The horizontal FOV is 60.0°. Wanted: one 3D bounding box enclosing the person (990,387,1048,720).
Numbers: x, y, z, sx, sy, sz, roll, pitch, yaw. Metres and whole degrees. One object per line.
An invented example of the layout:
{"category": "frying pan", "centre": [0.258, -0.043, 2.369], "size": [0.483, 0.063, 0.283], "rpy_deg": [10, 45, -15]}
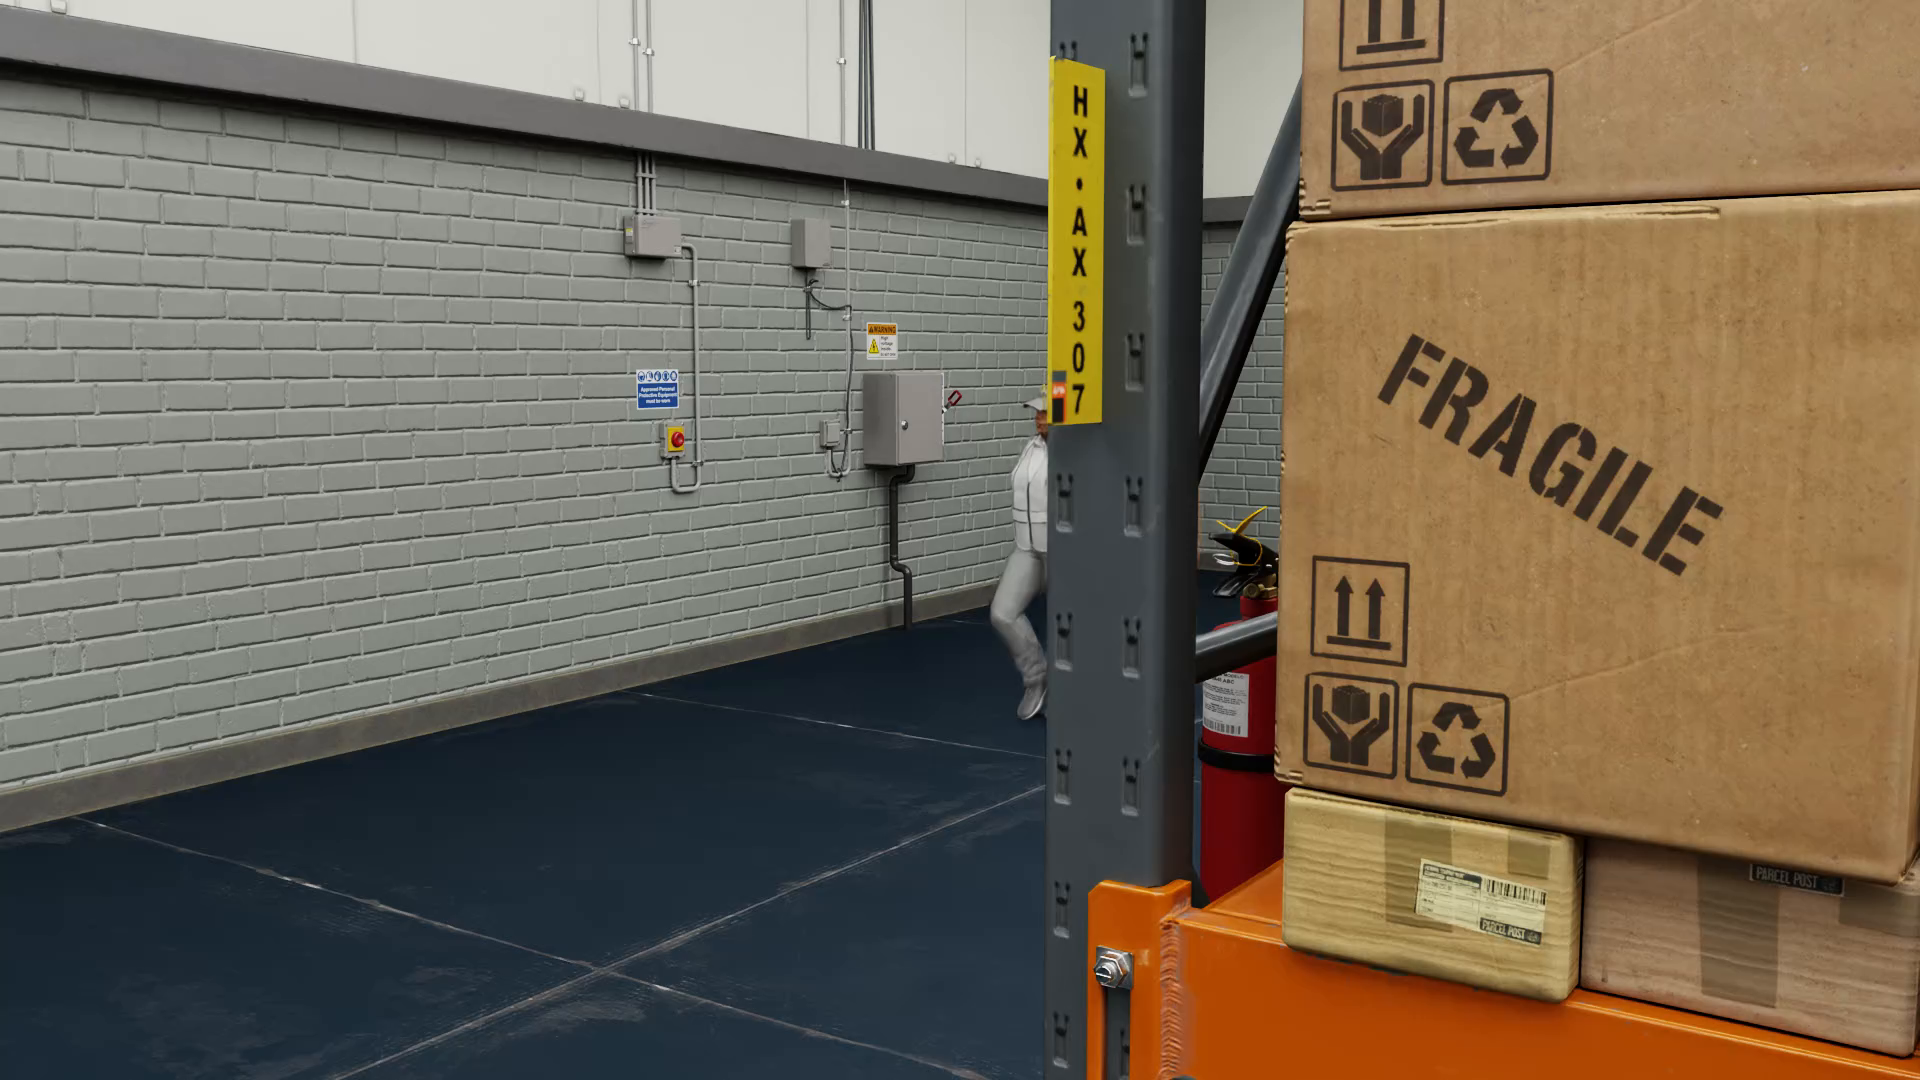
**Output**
{"category": "person", "centre": [0.453, 0.081, 8.241], "size": [0.437, 1.698, 0.486], "rpy_deg": [-6, 9, -44]}
